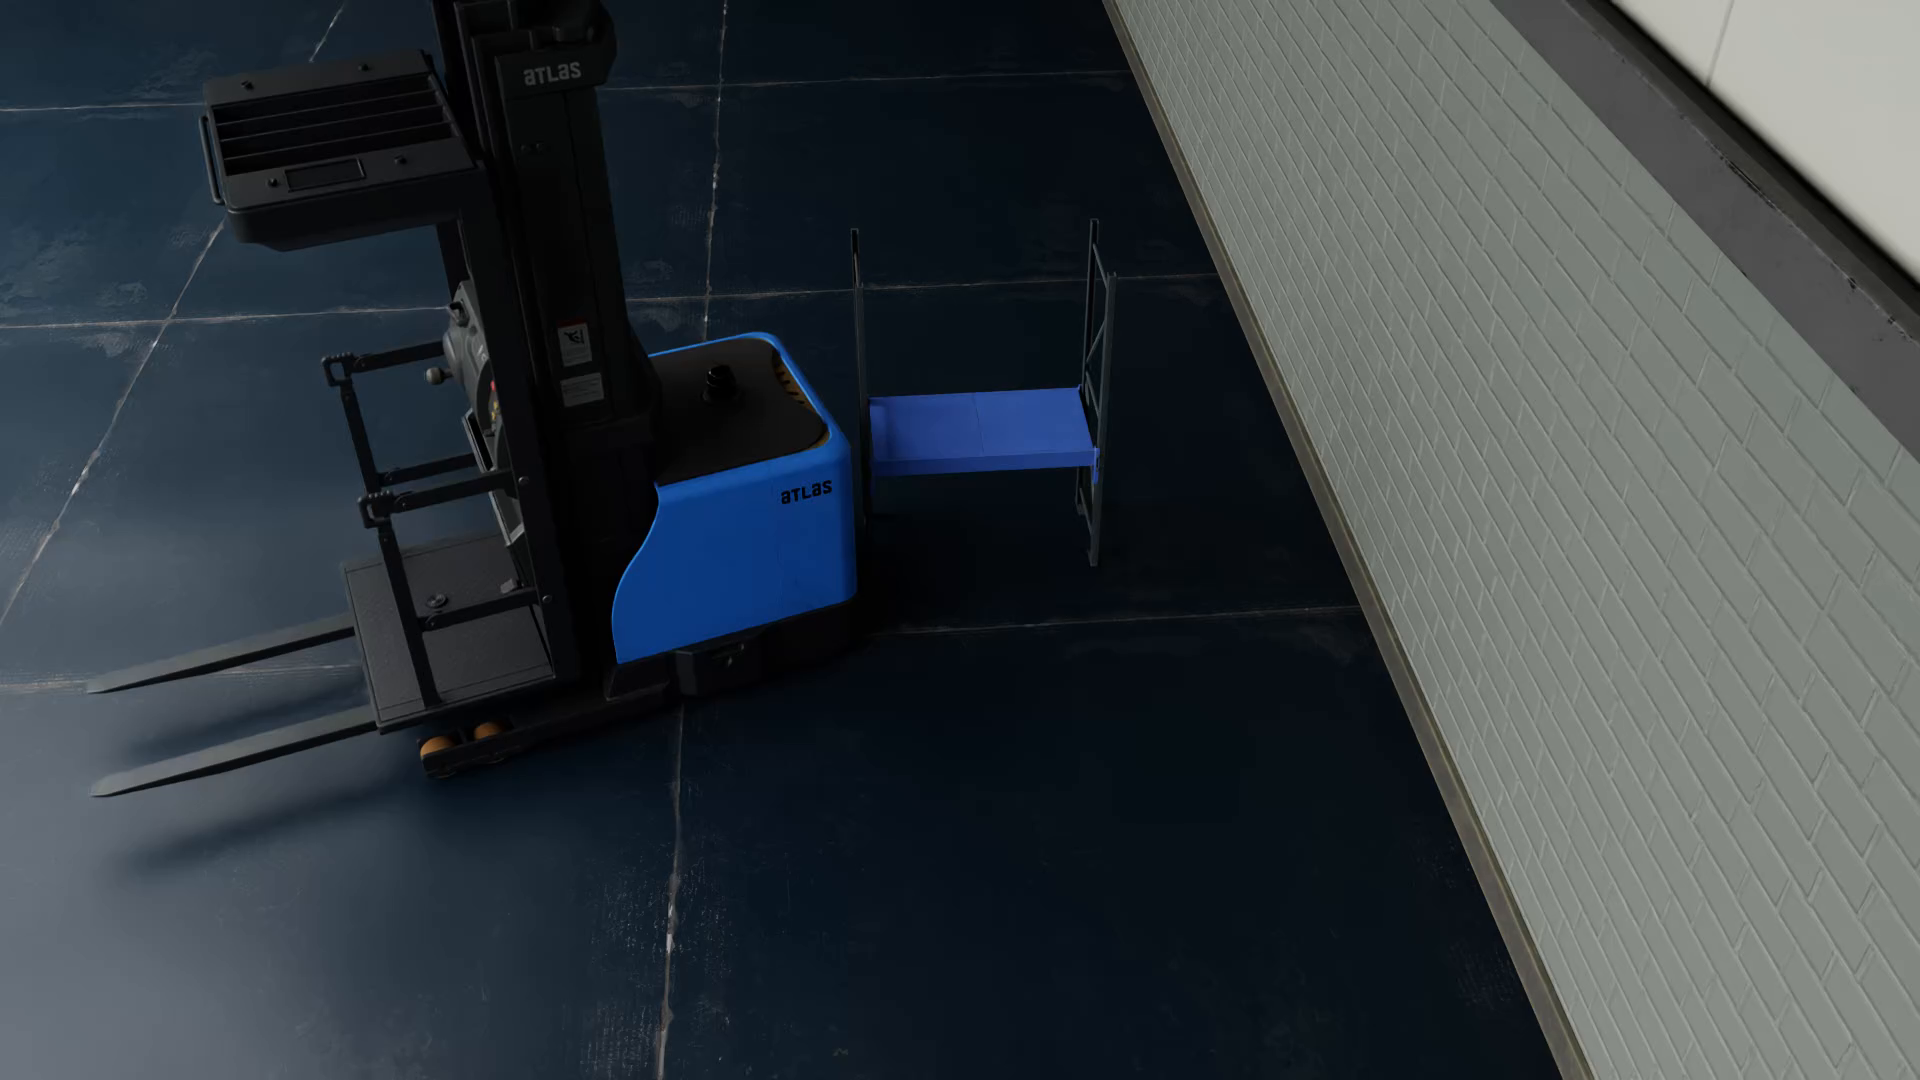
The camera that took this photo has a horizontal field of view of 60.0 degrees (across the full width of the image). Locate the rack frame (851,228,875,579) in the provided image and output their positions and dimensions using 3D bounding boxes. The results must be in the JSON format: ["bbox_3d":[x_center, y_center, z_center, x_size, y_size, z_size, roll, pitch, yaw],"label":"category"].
[{"bbox_3d":[-0.421,-0.566,7.256,0.032,1.500,0.500,-3,38,-4],"label":"rack frame"}]

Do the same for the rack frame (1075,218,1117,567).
[{"bbox_3d":[0.591,-0.621,7.327,0.032,1.500,0.500,-3,38,-4],"label":"rack frame"}]

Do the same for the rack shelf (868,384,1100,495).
[{"bbox_3d":[0.085,-0.452,7.403,1.000,0.185,0.538,-3,38,-4],"label":"rack shelf"}]

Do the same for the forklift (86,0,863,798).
[{"bbox_3d":[-1.980,-0.587,6.128,3.031,2.935,1.130,-15,41,-18],"label":"forklift"}]

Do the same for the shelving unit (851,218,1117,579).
[{"bbox_3d":[0.085,-0.593,7.291,1.048,1.500,0.538,-3,38,-4],"label":"shelving unit"}]
